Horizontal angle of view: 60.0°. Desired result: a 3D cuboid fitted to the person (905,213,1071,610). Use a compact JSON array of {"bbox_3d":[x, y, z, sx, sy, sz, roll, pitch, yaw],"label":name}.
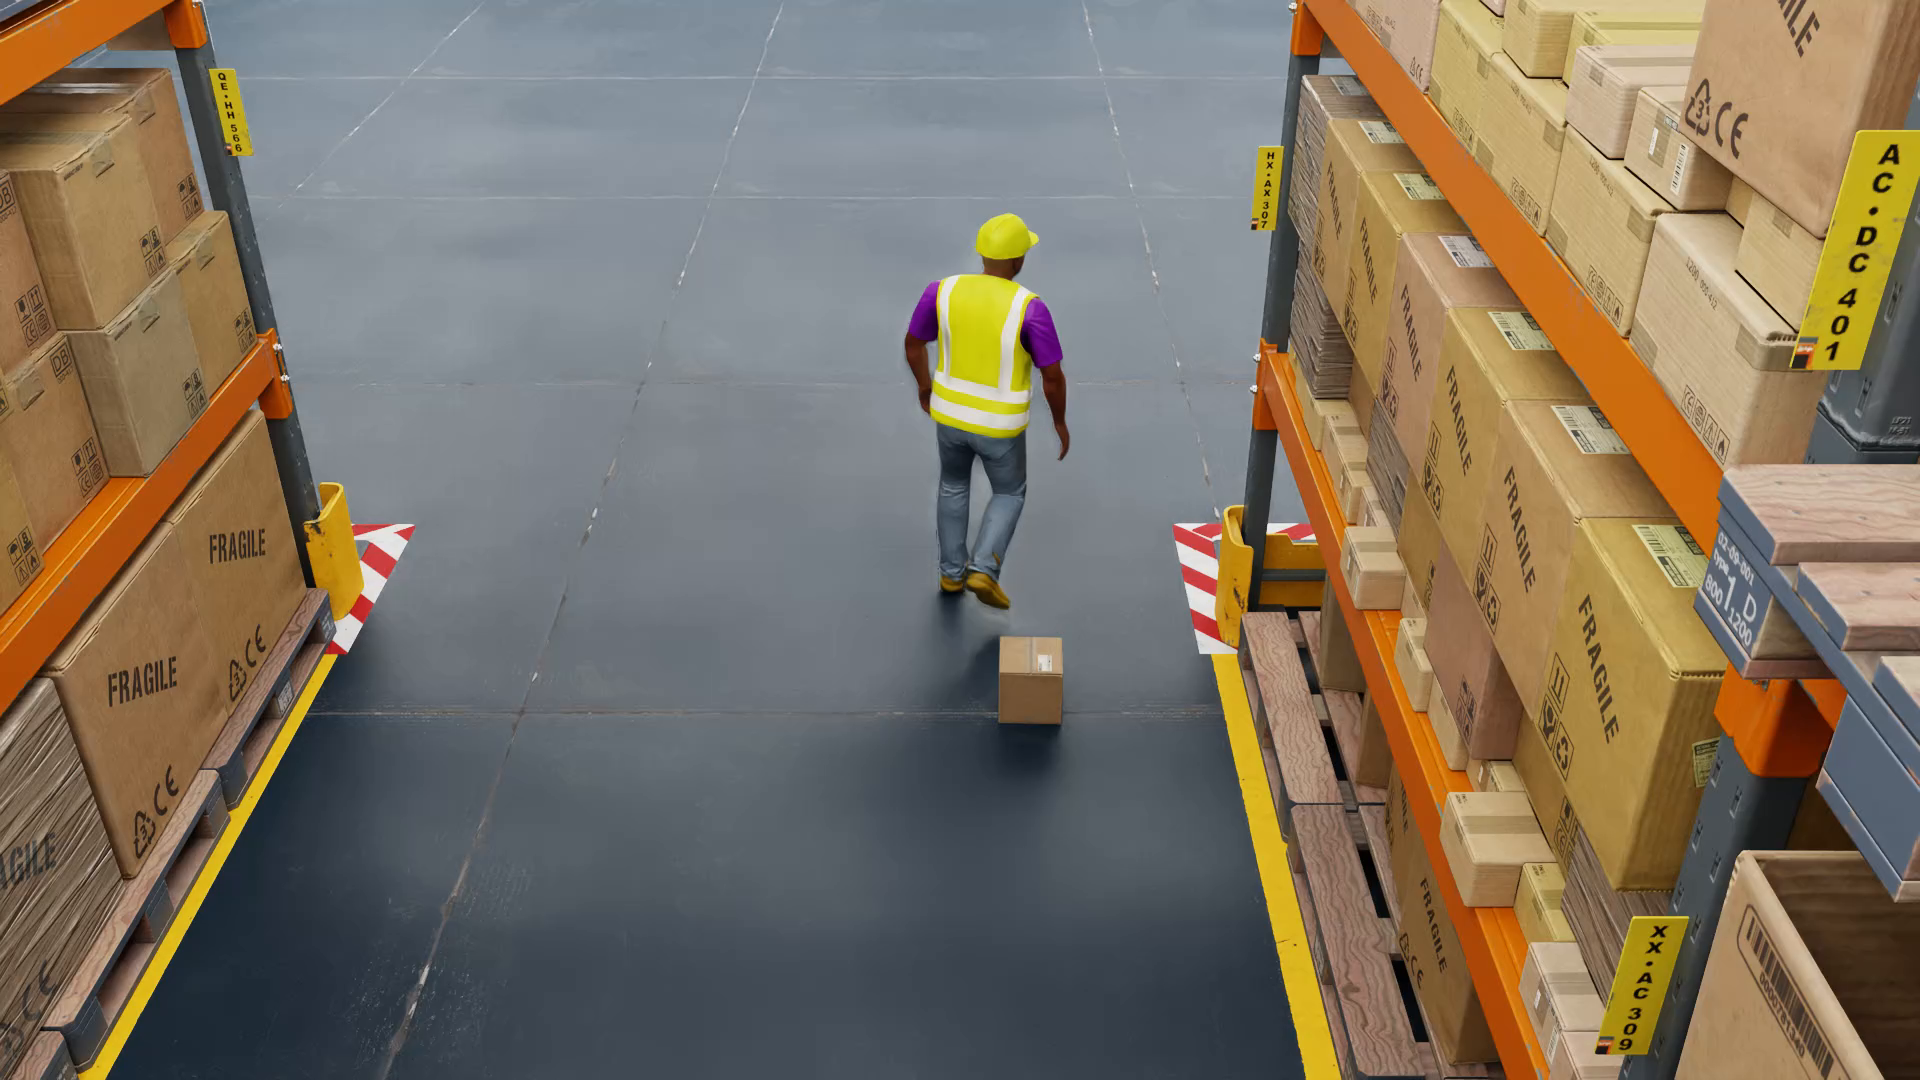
[{"bbox_3d":[0.086,-0.501,6.990,0.743,1.690,0.689,10,33,16],"label":"person"}]
